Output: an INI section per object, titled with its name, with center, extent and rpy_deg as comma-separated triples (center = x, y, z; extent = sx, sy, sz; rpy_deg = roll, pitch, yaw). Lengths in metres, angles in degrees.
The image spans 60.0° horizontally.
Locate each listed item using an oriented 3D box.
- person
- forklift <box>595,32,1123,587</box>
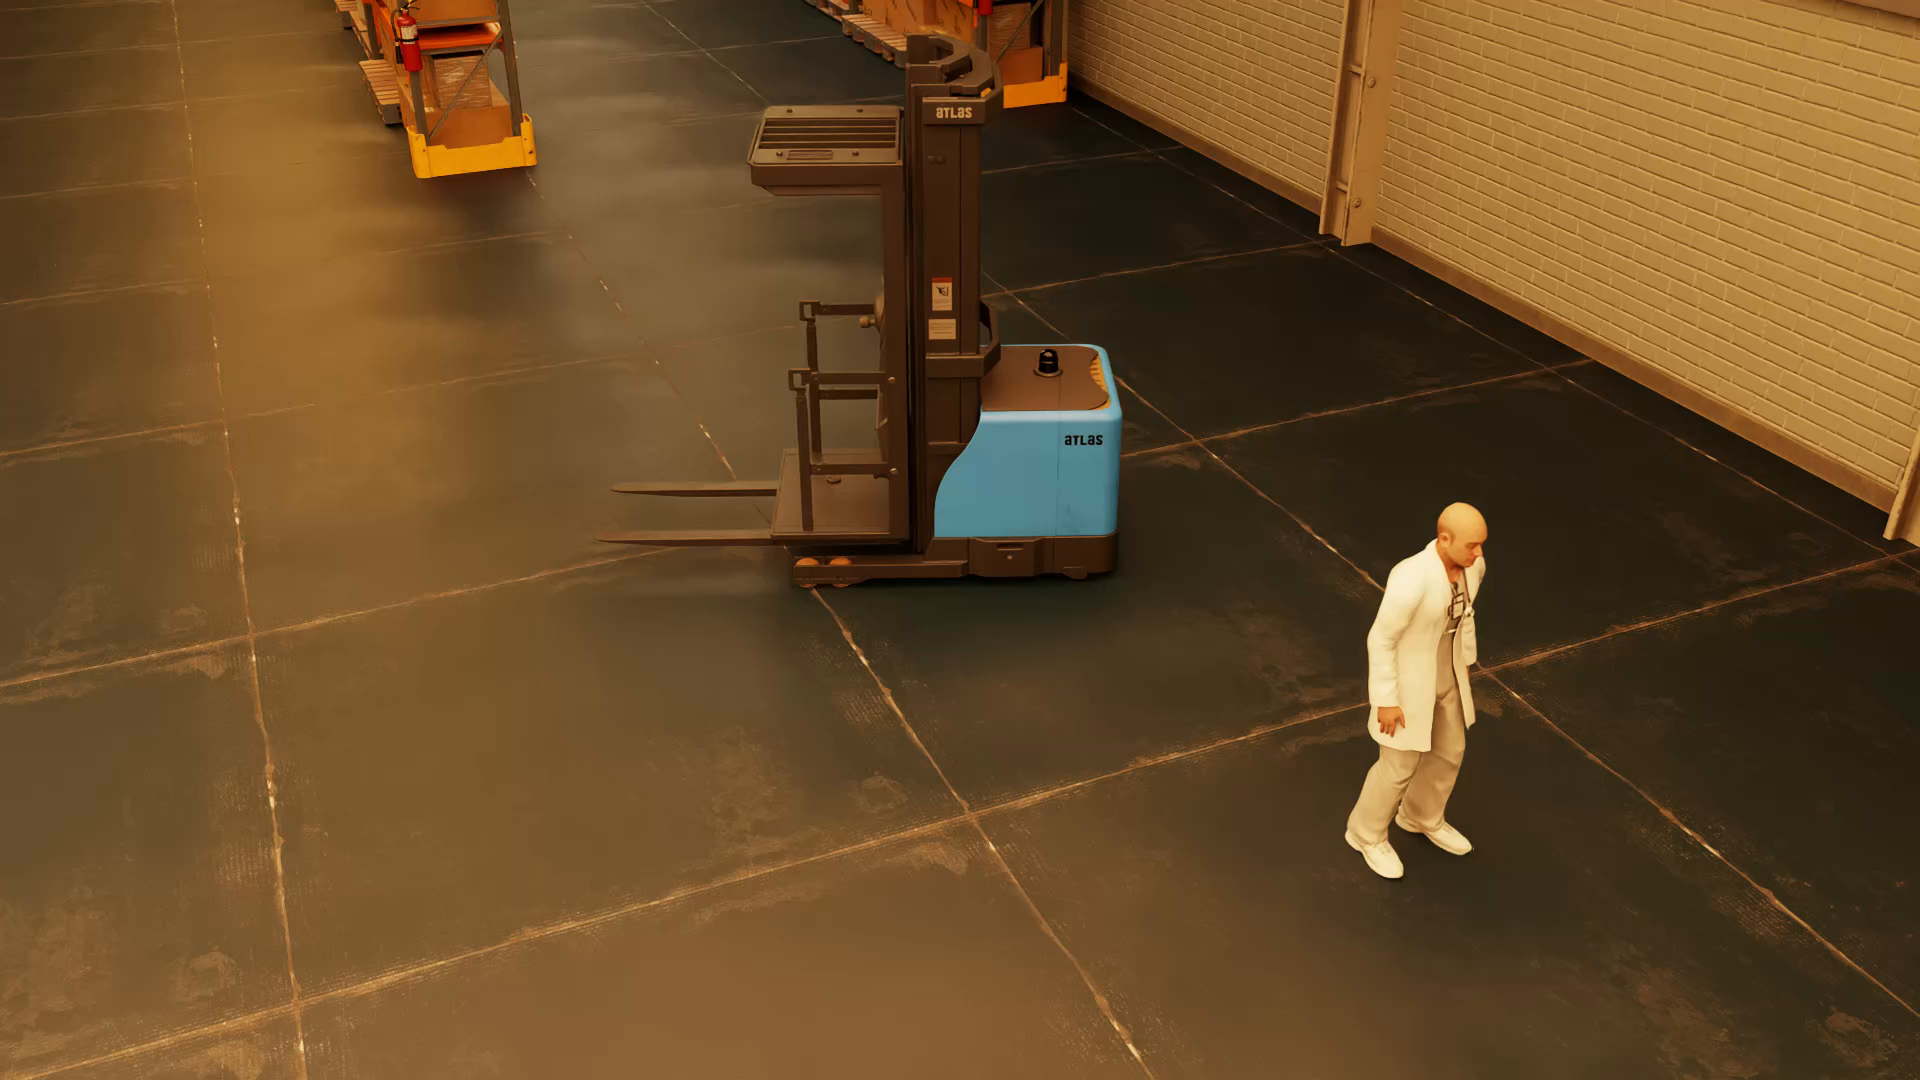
[person]
center = 2.023, 0.633, 7.188
extent = 0.649, 1.778, 0.455
rpy_deg = -19, 35, -30
[forklift]
center = -0.610, -1.265, 9.333
extent = 3.031, 2.935, 1.130
rpy_deg = -1, 30, -1
